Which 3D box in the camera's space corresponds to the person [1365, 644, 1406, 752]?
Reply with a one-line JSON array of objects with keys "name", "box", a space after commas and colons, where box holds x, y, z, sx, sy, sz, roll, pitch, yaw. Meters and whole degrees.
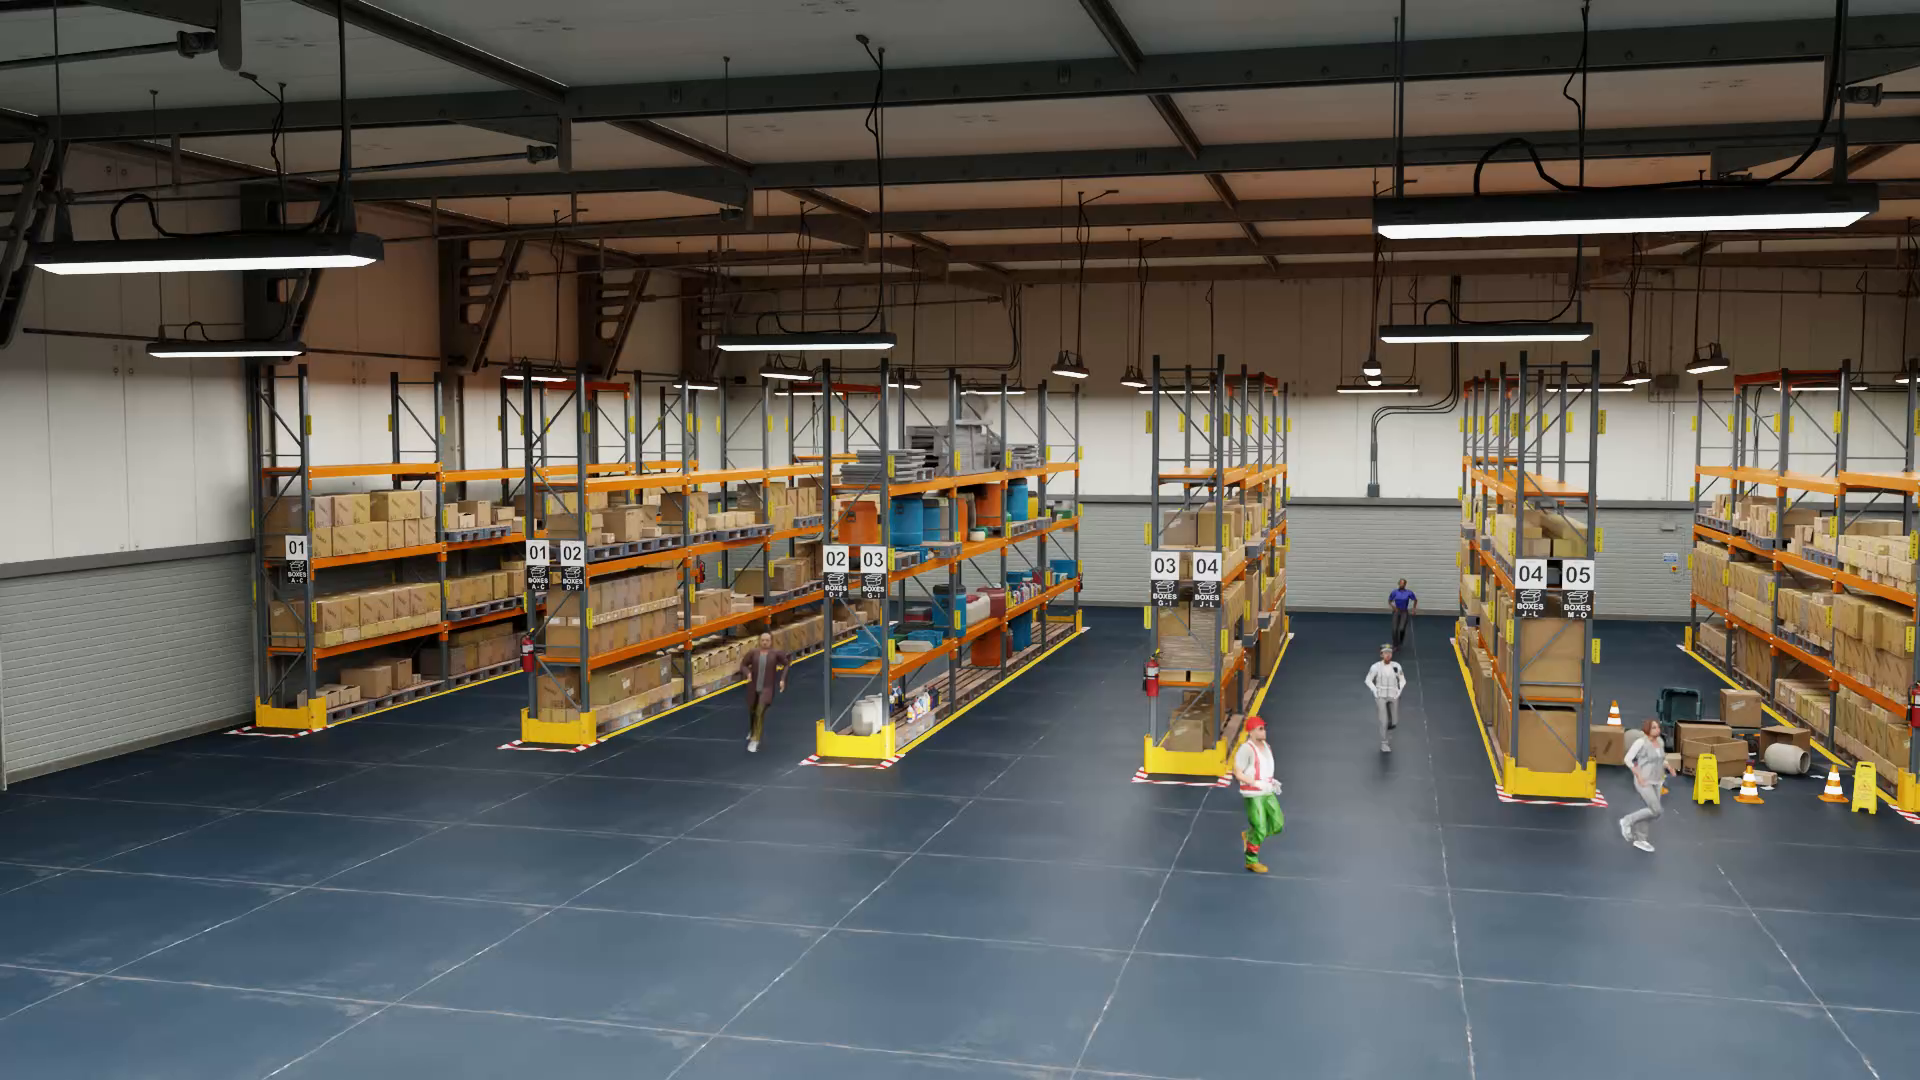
[{"name": "person", "box": [6.557, 2.412, 25.617, 0.615, 1.642, 0.569, 0, 4, 4]}]

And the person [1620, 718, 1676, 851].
[{"name": "person", "box": [8.133, 2.878, 19.601, 0.525, 1.569, 0.561, -2, 4, -28]}]

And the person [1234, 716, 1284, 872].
[{"name": "person", "box": [3.351, 2.849, 18.657, 0.655, 1.740, 0.594, -4, 5, -42]}]

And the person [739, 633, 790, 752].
[{"name": "person", "box": [-3.067, 2.325, 25.811, 0.758, 1.764, 1.068, 1, 4, 9]}]

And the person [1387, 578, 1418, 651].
[{"name": "person", "box": [9.788, 1.665, 36.851, 0.635, 1.602, 0.527, 1, 4, 20]}]
